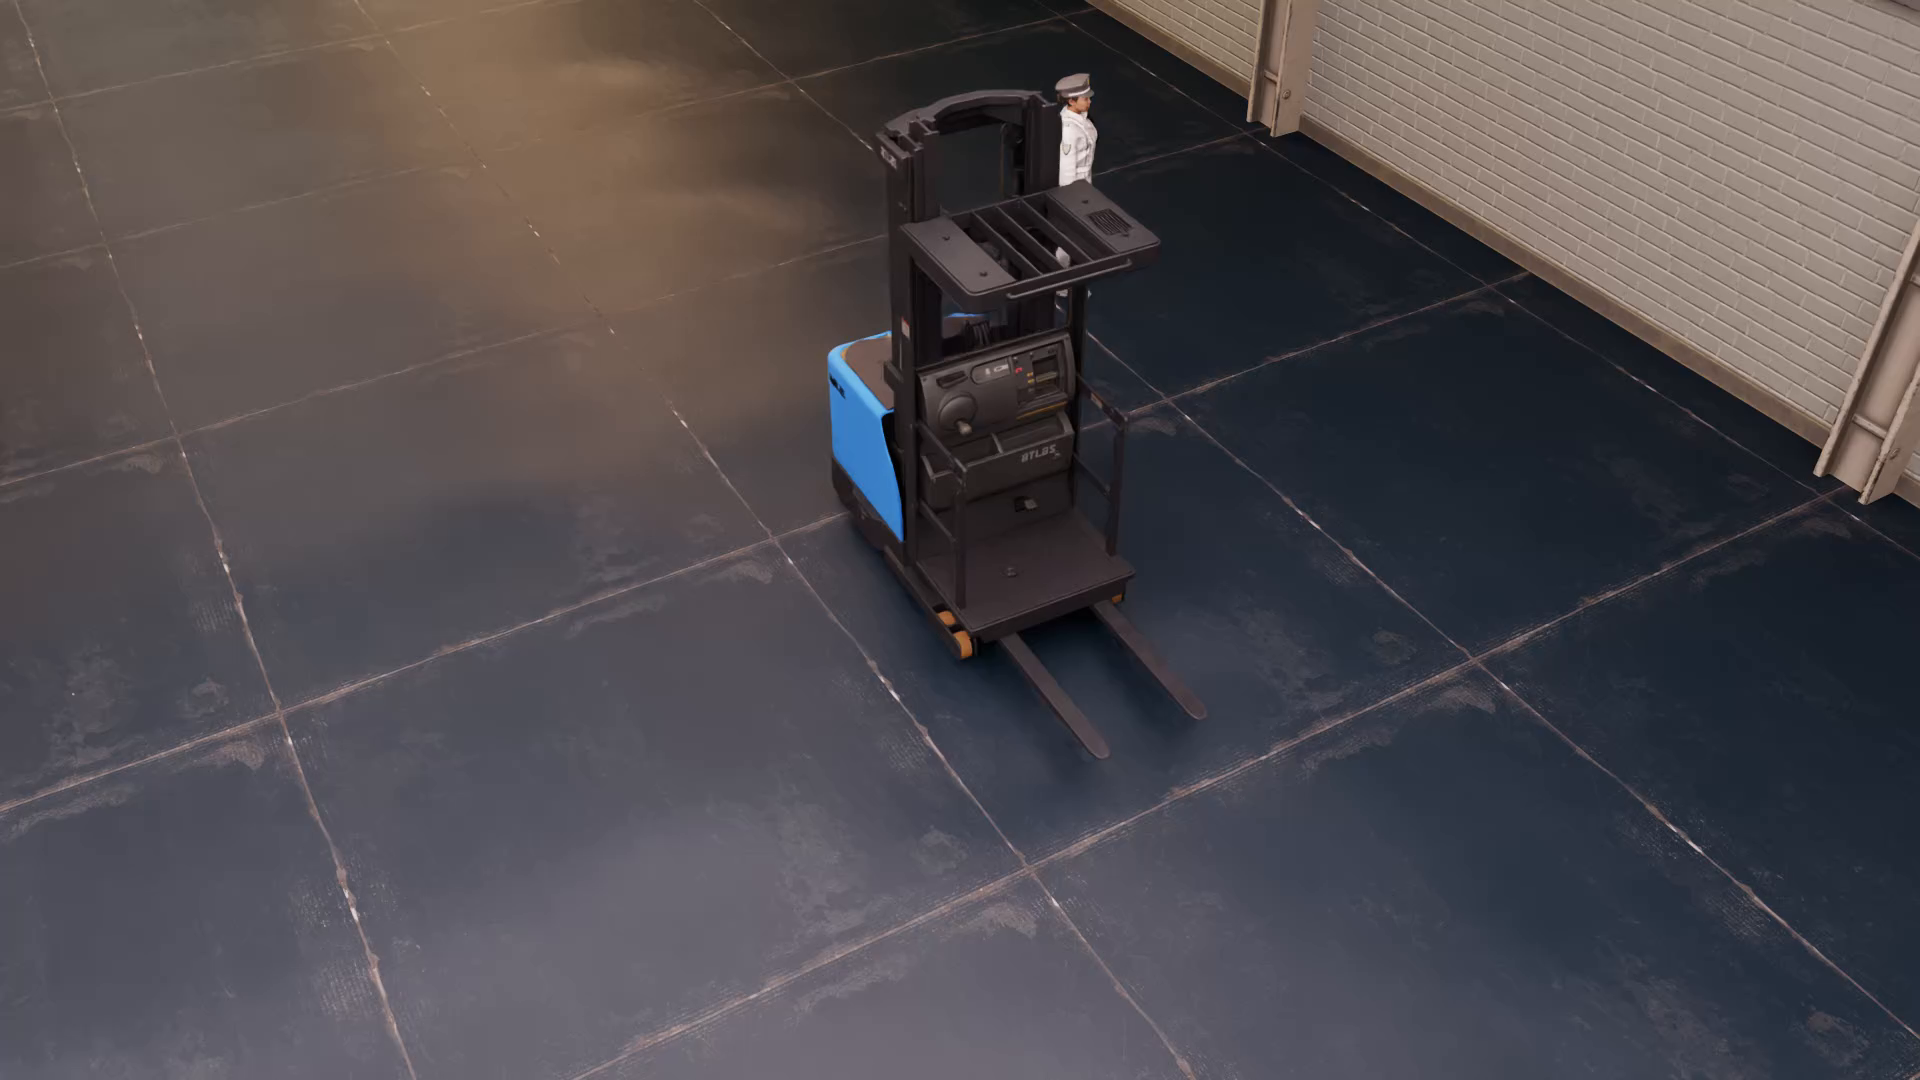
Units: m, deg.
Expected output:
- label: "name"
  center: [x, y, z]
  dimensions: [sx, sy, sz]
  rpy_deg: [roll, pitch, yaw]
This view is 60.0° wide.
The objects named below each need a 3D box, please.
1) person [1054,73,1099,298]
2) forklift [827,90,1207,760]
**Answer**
- label: "person"
  center: [0.834, -2.593, 12.140]
  dimensions: [0.335, 1.690, 0.485]
  rpy_deg: [3, 40, 4]
- label: "forklift"
  center: [0.315, -0.774, 8.969]
  dimensions: [1.130, 2.935, 3.031]
  rpy_deg: [-19, 43, -21]
